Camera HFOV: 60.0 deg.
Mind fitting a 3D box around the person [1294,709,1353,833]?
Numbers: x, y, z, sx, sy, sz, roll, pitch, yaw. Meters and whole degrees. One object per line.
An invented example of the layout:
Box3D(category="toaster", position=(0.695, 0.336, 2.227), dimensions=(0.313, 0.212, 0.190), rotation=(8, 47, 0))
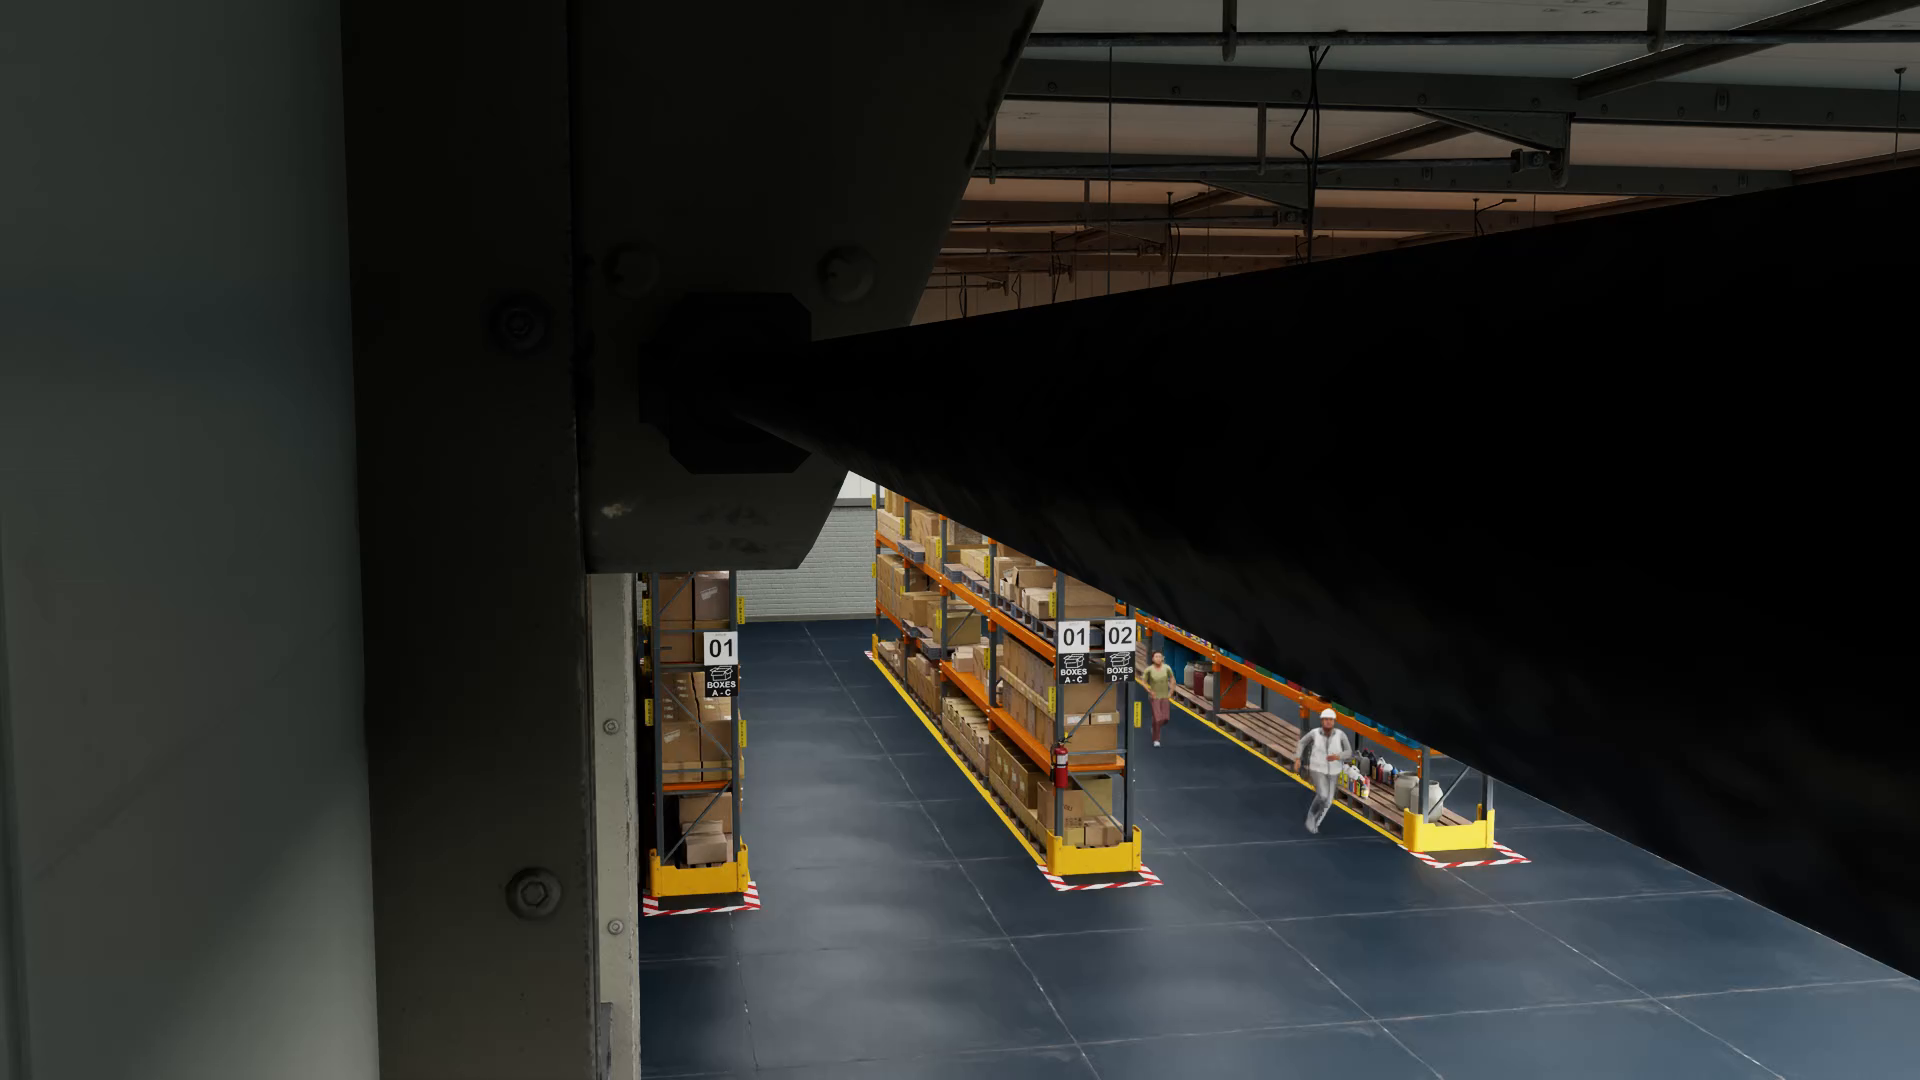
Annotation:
Box3D(category="person", position=(4.959, 3.152, 22.643), dimensions=(0.718, 1.734, 0.639), rotation=(-1, 6, -6))

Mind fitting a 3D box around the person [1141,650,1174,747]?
Box3D(category="person", position=(3.335, 2.654, 27.996), dimensions=(0.593, 1.633, 0.619), rotation=(-1, 6, -7))
